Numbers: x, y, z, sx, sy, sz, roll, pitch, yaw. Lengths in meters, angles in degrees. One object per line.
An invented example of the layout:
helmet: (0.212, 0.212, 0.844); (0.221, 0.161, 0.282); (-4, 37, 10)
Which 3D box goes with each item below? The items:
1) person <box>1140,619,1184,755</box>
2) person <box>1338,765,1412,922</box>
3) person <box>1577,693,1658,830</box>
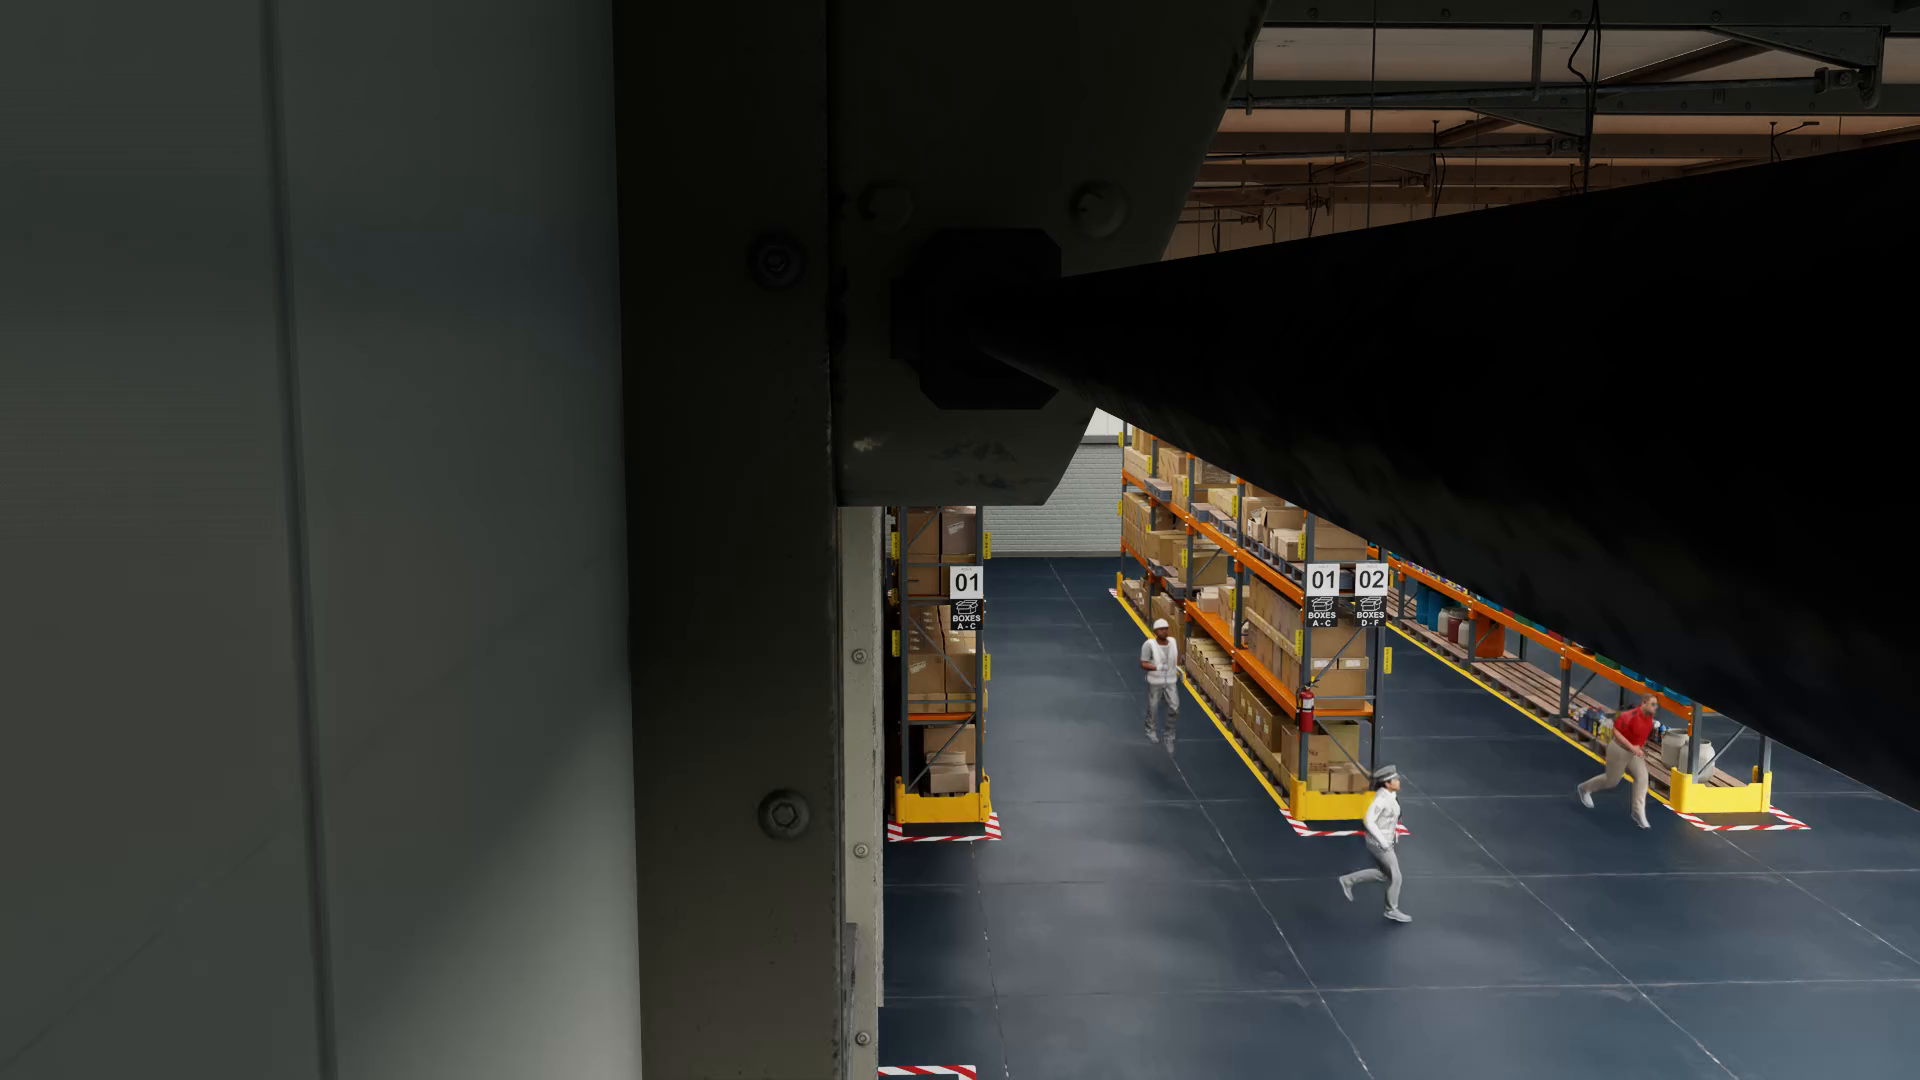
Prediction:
person: (2.780, 2.005, 22.746); (0.656, 1.866, 0.713); (-2, 8, -12)
person: (4.300, 3.122, 17.182); (0.757, 1.677, 0.643); (3, 9, 20)
person: (8.164, 2.657, 20.580); (0.694, 1.697, 1.027); (-6, 10, -37)
